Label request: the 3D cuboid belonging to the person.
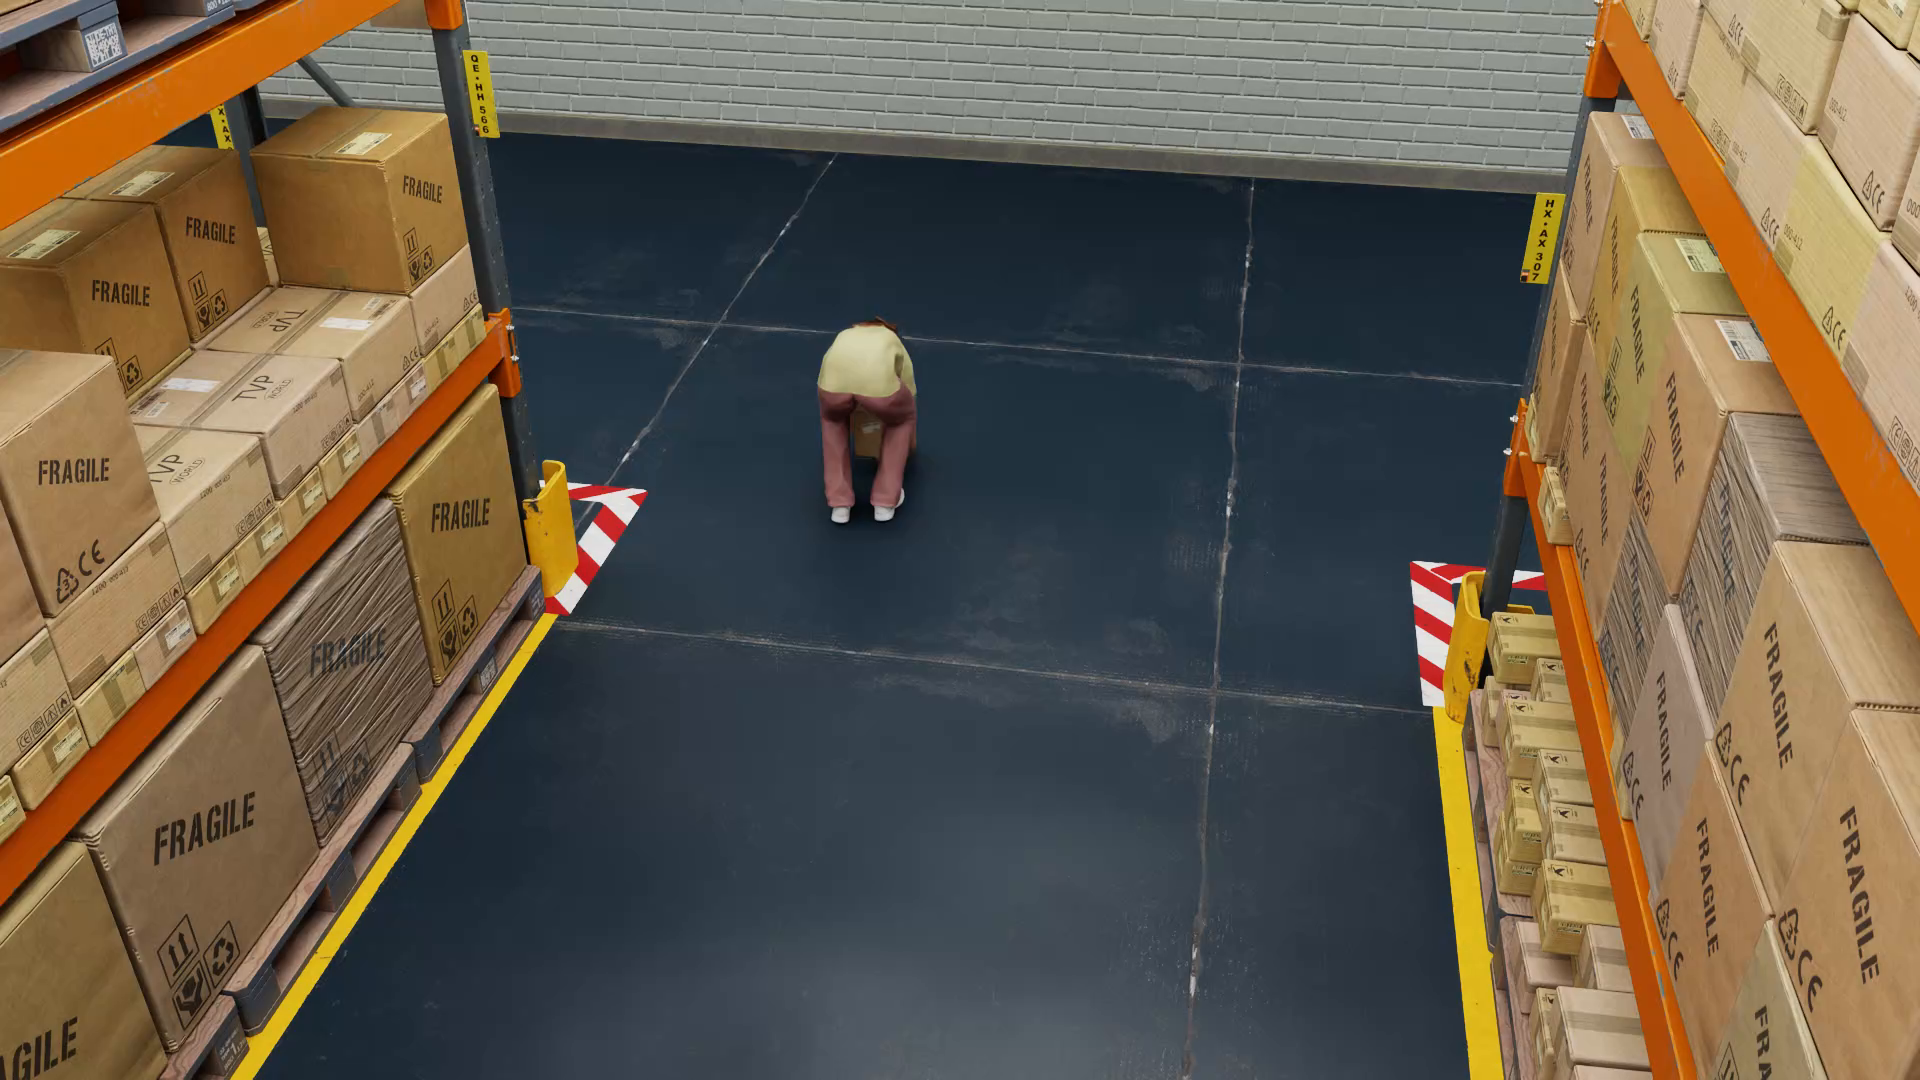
[{"bbox_3d":[-0.426,-0.618,7.798,0.456,0.933,0.851,4,33,6],"label":"person"}]
